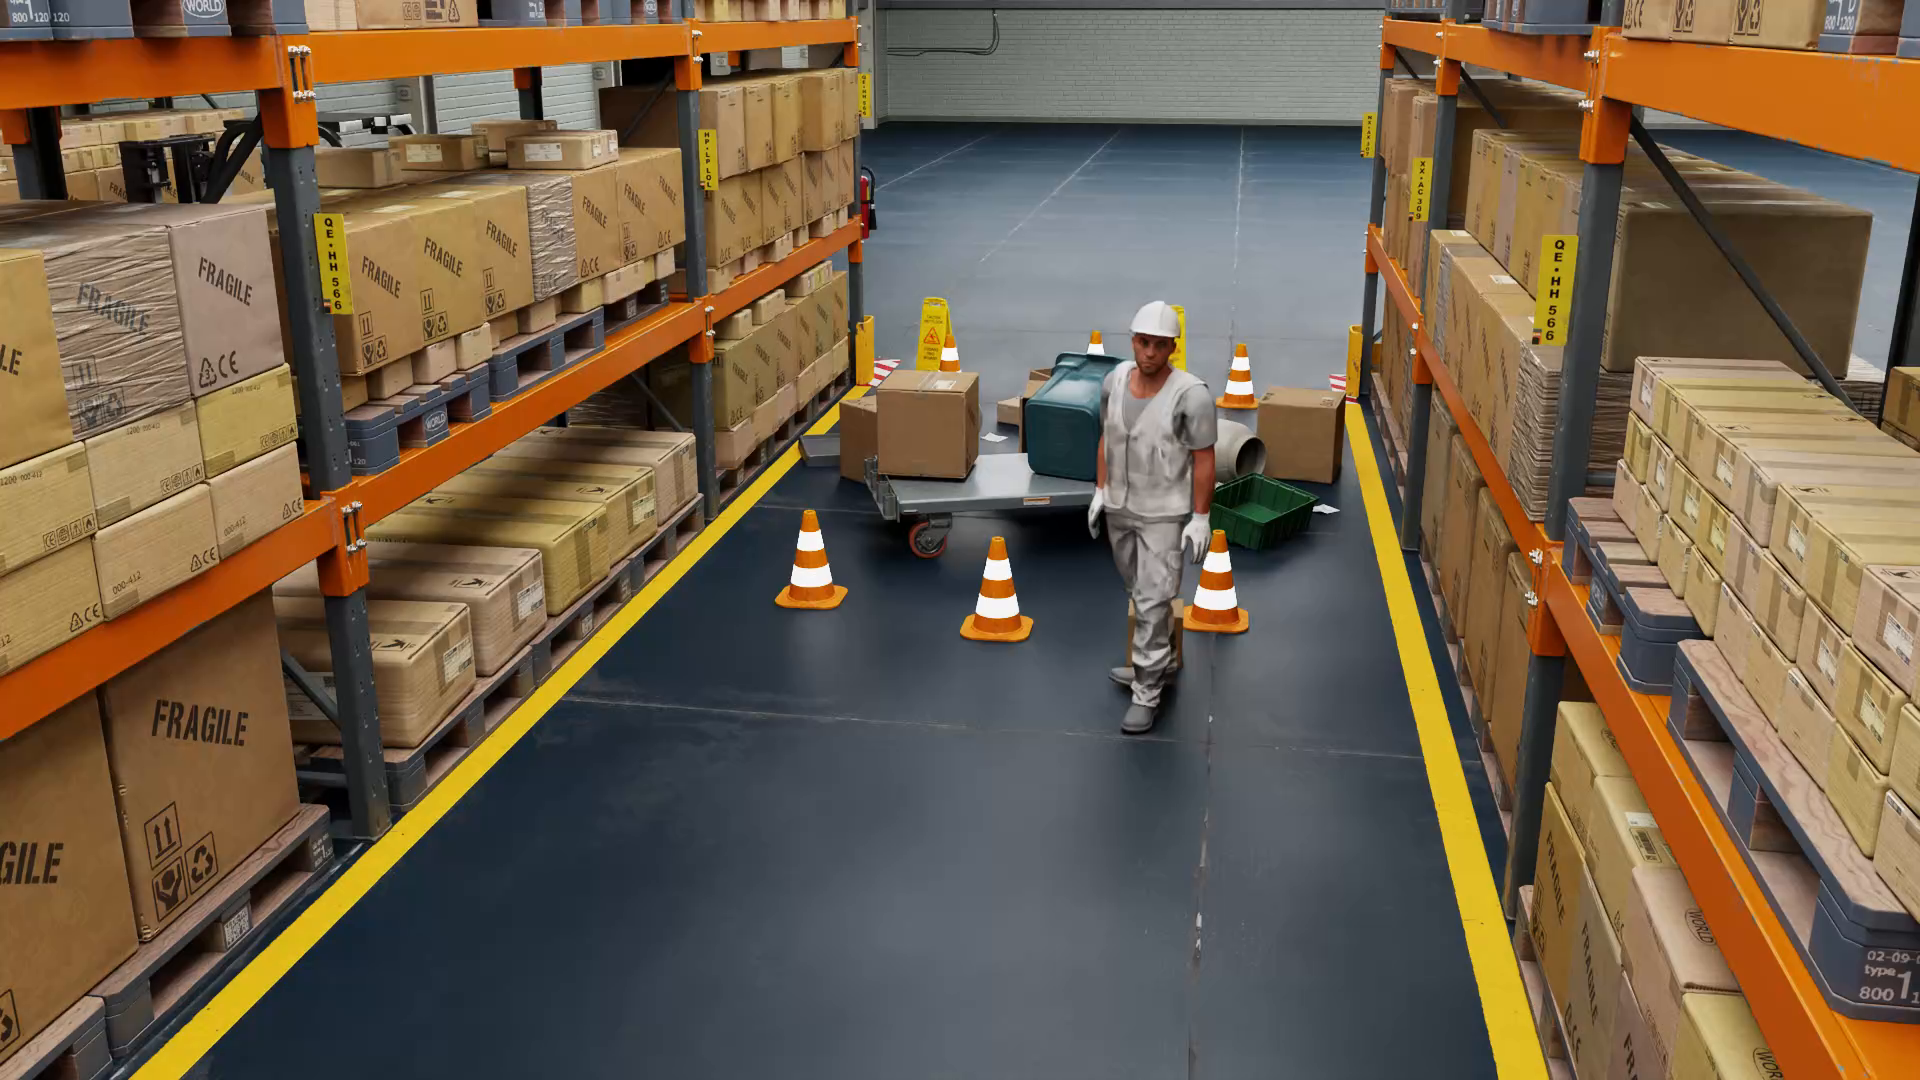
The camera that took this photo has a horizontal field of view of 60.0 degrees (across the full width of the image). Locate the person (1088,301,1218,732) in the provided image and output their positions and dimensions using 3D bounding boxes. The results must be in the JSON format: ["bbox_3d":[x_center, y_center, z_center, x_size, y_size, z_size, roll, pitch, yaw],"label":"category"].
[{"bbox_3d":[0.797,-0.121,6.899,0.566,1.781,0.576,16,24,42],"label":"person"}]
